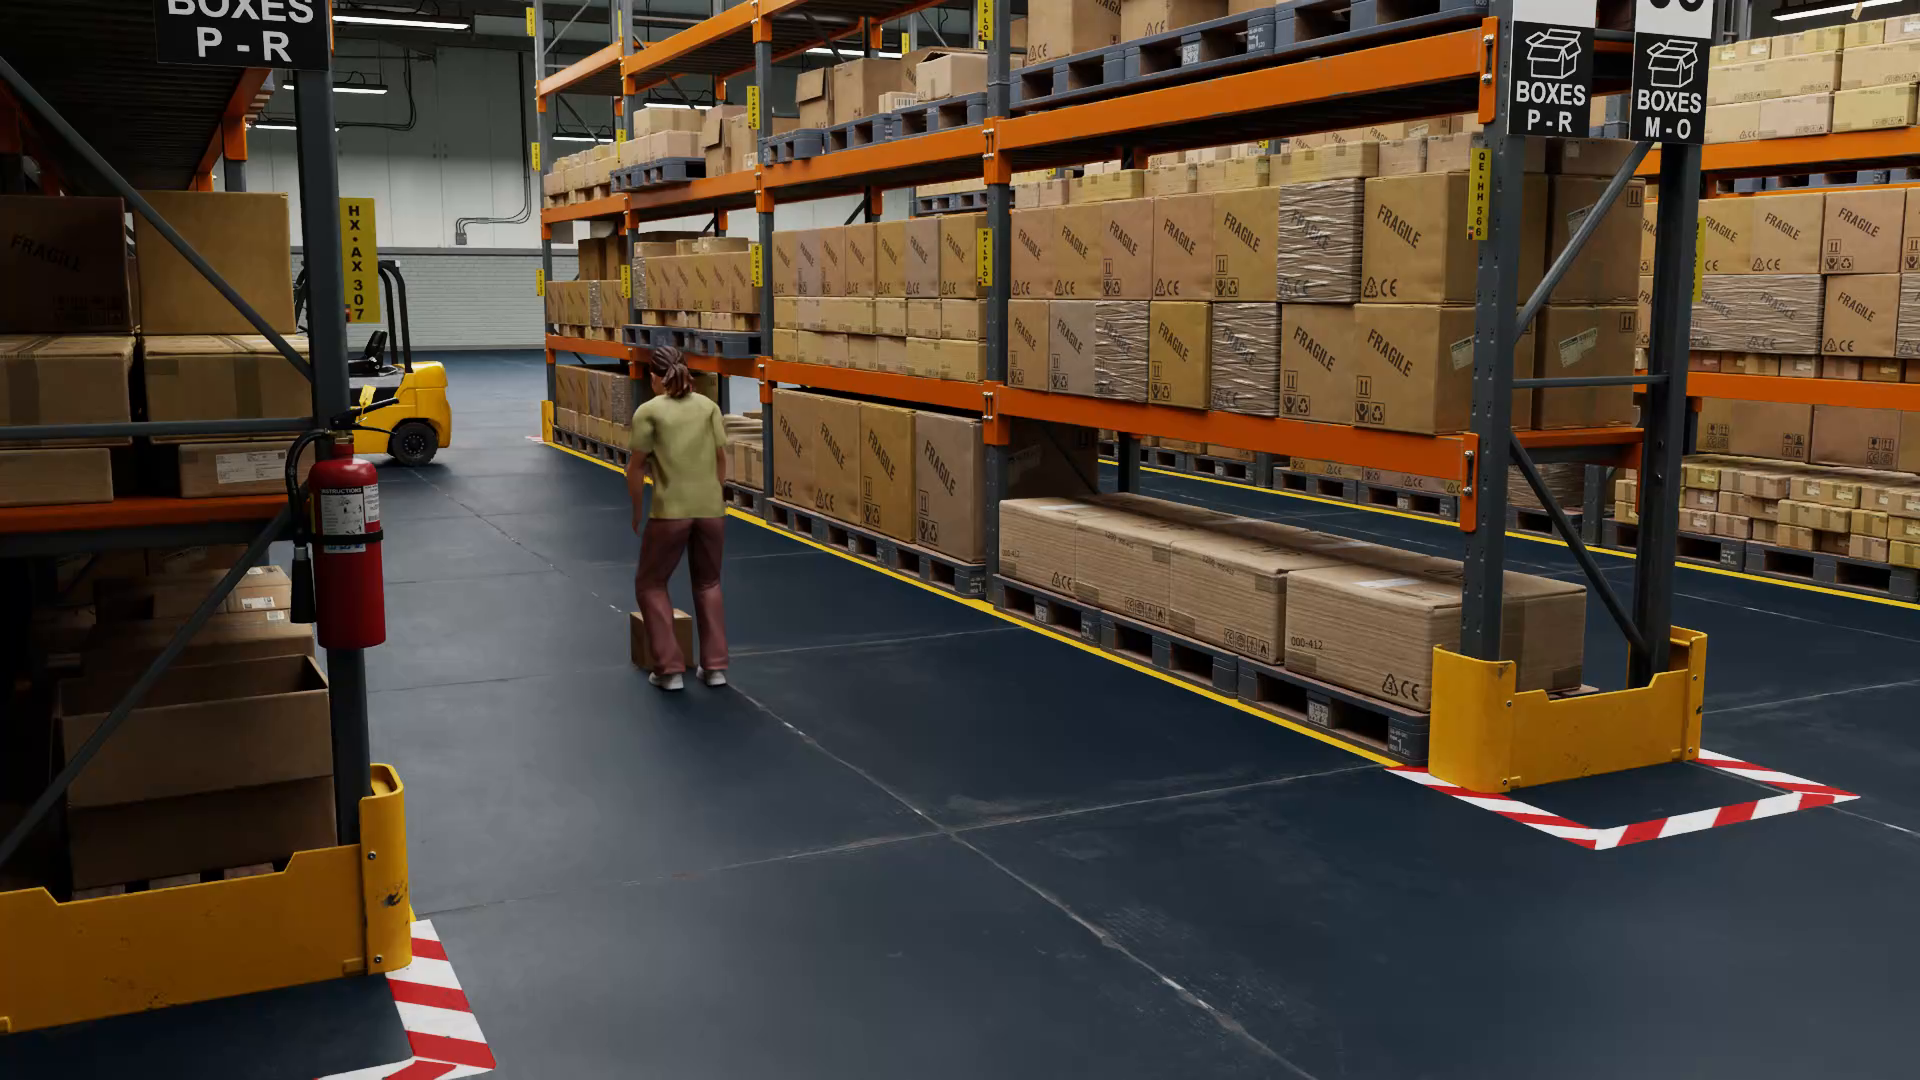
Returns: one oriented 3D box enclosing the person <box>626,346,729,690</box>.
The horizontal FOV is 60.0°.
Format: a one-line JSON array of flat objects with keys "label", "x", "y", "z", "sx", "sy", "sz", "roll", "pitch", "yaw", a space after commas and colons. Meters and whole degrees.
[{"label": "person", "x": -1.325, "y": 0.003, "z": 7.823, "sx": 0.478, "sy": 1.390, "sz": 0.426, "roll": -4, "pitch": 9, "yaw": -24}]
